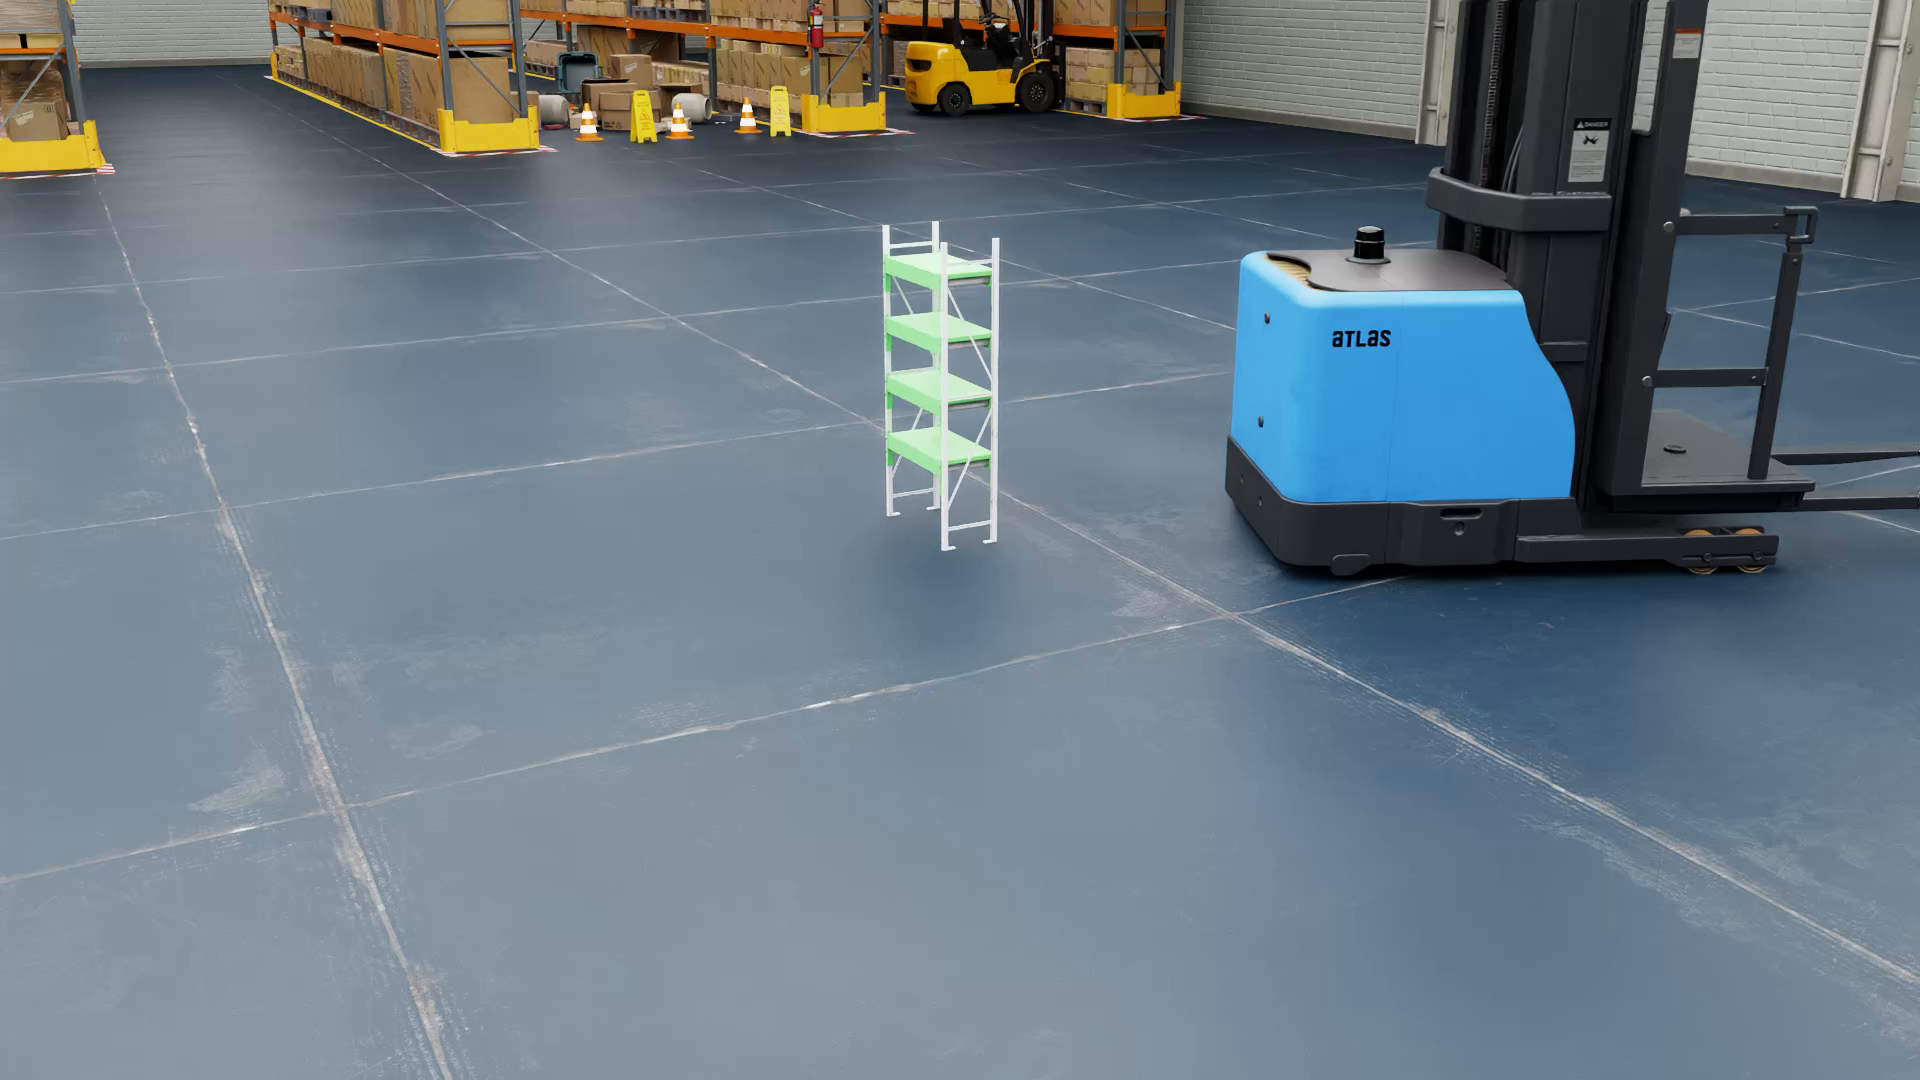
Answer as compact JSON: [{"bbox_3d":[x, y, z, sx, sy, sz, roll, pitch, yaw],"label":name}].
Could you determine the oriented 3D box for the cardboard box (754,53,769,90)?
[{"bbox_3d":[-2.672,-6.858,24.328,0.500,0.500,0.500,-11,22,-28],"label":"cardboard box"}]

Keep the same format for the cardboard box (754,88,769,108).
[{"bbox_3d":[-2.691,-6.508,24.464,0.500,0.250,0.500,-11,22,-29],"label":"cardboard box"}]

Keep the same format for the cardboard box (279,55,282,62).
[{"bbox_3d":[-13.381,-9.631,33.214,0.380,0.149,0.250,-10,21,-27],"label":"cardboard box"}]

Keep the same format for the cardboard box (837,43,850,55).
[{"bbox_3d":[-2.143,-9.732,33.425,0.500,0.500,0.500,-11,22,-29],"label":"cardboard box"}]

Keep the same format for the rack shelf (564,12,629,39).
[{"bbox_3d":[-6.327,-9.650,31.102,1.077,0.370,4.000,-10,21,-27],"label":"rack shelf"}]

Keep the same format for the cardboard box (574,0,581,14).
[{"bbox_3d":[-7.053,-10.178,31.759,0.500,0.250,0.500,-11,22,-28],"label":"cardboard box"}]

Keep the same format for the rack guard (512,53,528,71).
[{"bbox_3d":[-9.187,-10.538,36.404,1.175,0.500,0.348,-10,21,-27],"label":"rack guard"}]

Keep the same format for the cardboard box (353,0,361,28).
[{"bbox_3d":[-8.749,-7.918,24.826,0.500,0.500,0.500,-10,21,-26],"label":"cardboard box"}]

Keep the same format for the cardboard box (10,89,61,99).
[{"bbox_3d":[-11.402,-5.299,20.579,0.500,0.500,0.500,-12,22,-31],"label":"cardboard box"}]

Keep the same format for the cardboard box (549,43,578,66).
[{"bbox_3d":[-7.906,-10.005,34.313,0.875,0.438,0.875,-11,22,-28],"label":"cardboard box"}]

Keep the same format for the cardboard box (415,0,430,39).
[{"bbox_3d":[-6.383,-6.649,21.071,0.875,0.550,0.550,-10,21,-27],"label":"cardboard box"}]

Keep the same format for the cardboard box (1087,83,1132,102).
[{"bbox_3d":[2.287,-6.874,25.526,0.500,0.250,0.500,-10,21,-26],"label":"cardboard box"}]

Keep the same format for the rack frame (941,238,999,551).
[{"bbox_3d":[0.037,-0.545,6.370,0.240,1.200,0.015,-10,21,-27],"label":"rack frame"}]

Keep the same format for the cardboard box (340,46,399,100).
[{"bbox_3d":[-9.057,-7.316,26.040,1.050,0.750,0.750,-10,21,-26],"label":"cardboard box"}]

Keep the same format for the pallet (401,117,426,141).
[{"bbox_3d":[-6.910,-5.573,22.458,1.003,0.211,1.213,-10,21,-27],"label":"pallet"}]

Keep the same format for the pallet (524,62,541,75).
[{"bbox_3d":[-8.727,-10.177,35.801,1.003,0.211,1.213,-10,21,-27],"label":"pallet"}]

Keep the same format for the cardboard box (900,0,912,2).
[{"bbox_3d":[-0.778,-10.042,30.599,0.500,0.250,0.500,-9,21,-25],"label":"cardboard box"}]

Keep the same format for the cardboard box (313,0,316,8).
[{"bbox_3d":[-10.441,-8.842,27.399,0.380,0.149,0.250,-10,21,-27],"label":"cardboard box"}]

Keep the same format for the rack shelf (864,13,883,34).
[{"bbox_3d":[-1.960,-10.420,33.333,1.077,0.370,4.000,-10,21,-27],"label":"rack shelf"}]

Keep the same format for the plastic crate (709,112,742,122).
[{"bbox_3d":[-3.454,-6.310,24.795,0.583,0.080,0.402,16,25,39],"label":"plastic crate"}]

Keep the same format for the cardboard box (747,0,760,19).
[{"bbox_3d":[-2.771,-7.858,24.195,0.500,0.500,0.500,-10,21,-26],"label":"cardboard box"}]

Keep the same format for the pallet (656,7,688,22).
[{"bbox_3d":[-4.401,-8.763,27.724,1.003,0.211,1.213,-10,21,-27],"label":"pallet"}]

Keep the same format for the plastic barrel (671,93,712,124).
[{"bbox_3d":[-3.891,-6.260,24.124,0.512,0.421,0.421,4,19,11],"label":"plastic barrel"}]

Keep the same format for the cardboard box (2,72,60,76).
[{"bbox_3d":[-13.213,-6.399,23.736,0.700,0.500,0.500,-8,21,-22],"label":"cardboard box"}]

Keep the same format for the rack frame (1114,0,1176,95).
[{"bbox_3d":[2.788,-7.889,24.897,1.000,3.000,0.127,-10,21,-27],"label":"rack frame"}]

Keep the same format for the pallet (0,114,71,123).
[{"bbox_3d":[-12.570,-5.638,22.646,1.003,0.211,1.213,-10,21,-27],"label":"pallet"}]

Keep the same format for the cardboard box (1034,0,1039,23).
[{"bbox_3d":[1.373,-8.625,26.875,0.500,0.500,0.500,-10,22,-27],"label":"cardboard box"}]

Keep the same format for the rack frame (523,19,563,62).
[{"bbox_3d":[-9.176,-11.713,35.976,1.000,3.000,0.127,-10,21,-27],"label":"rack frame"}]

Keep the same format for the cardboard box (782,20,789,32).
[{"bbox_3d":[-2.265,-7.207,23.305,0.380,0.149,0.250,-10,22,-28],"label":"cardboard box"}]

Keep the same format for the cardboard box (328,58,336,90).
[{"bbox_3d":[-10.228,-7.786,27.784,0.500,0.500,0.500,-10,21,-27],"label":"cardboard box"}]

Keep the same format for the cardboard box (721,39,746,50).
[{"bbox_3d":[-3.429,-7.571,25.402,0.380,0.149,0.250,-10,21,-26],"label":"cardboard box"}]

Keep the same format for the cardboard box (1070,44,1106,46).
[{"bbox_3d":[2.021,-7.864,26.863,0.500,0.250,0.500,-10,22,-28],"label":"cardboard box"}]

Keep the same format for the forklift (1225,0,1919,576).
[{"bbox_3d":[2.661,-1.426,6.270,3.031,2.935,1.130,-1,19,-4],"label":"forklift"}]

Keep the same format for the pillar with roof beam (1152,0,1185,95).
[{"bbox_3d":[-0.538,-10.398,22.969,9.100,9.000,0.400,-10,21,-27],"label":"pillar with roof beam"}]

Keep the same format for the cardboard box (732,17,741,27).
[{"bbox_3d":[-3.205,-7.797,25.012,0.380,0.149,0.250,-9,21,-25],"label":"cardboard box"}]

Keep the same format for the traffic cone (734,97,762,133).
[{"bbox_3d":[-2.918,-5.844,22.858,0.336,0.463,0.334,-10,21,-27],"label":"traffic cone"}]

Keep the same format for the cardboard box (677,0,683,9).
[{"bbox_3d":[-4.353,-8.672,26.906,0.380,0.149,0.250,-10,21,-26],"label":"cardboard box"}]

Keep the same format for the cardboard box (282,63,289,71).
[{"bbox_3d":[-13.172,-9.345,32.841,0.380,0.149,0.250,-10,21,-26],"label":"cardboard box"}]

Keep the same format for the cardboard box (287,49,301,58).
[{"bbox_3d":[-12.667,-9.326,31.873,0.380,0.149,0.250,-11,22,-29],"label":"cardboard box"}]

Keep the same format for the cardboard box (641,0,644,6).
[{"bbox_3d":[-5.282,-9.287,28.689,0.380,0.149,0.250,-11,22,-30],"label":"cardboard box"}]

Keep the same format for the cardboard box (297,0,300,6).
[{"bbox_3d":[-11.311,-9.368,28.922,0.380,0.149,0.250,-11,22,-29],"label":"cardboard box"}]

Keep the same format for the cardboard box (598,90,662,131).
[{"bbox_3d":[-4.640,-6.052,23.397,0.637,0.503,0.797,7,20,20],"label":"cardboard box"}]

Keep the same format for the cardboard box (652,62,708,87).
[{"bbox_3d":[-4.760,-7.998,28.596,0.950,0.372,0.625,-10,22,-28],"label":"cardboard box"}]

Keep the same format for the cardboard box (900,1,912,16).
[{"bbox_3d":[-0.780,-9.805,30.677,0.500,0.250,0.500,-10,22,-28],"label":"cardboard box"}]

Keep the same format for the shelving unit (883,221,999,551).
[{"bbox_3d":[-0.079,-0.615,6.573,0.258,1.200,0.503,-10,21,-27],"label":"shelving unit"}]

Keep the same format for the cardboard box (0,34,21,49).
[{"bbox_3d":[-10.617,-5.516,18.402,0.380,0.149,0.250,-10,21,-27],"label":"cardboard box"}]

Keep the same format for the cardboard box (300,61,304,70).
[{"bbox_3d":[-12.014,-8.801,30.810,0.380,0.149,0.250,-10,21,-26],"label":"cardboard box"}]

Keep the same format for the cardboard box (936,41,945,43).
[{"bbox_3d":[-0.409,-8.894,30.806,0.875,0.625,0.625,-9,21,-25],"label":"cardboard box"}]

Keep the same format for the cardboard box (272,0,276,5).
[{"bbox_3d":[-13.238,-10.783,32.674,0.500,0.500,0.500,-10,21,-27],"label":"cardboard box"}]

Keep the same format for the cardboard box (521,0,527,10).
[{"bbox_3d":[-8.936,-11.437,35.023,0.500,0.500,0.500,-10,22,-27],"label":"cardboard box"}]

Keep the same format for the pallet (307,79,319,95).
[{"bbox_3d":[-11.214,-8.227,30.150,1.003,0.211,1.213,-10,21,-27],"label":"pallet"}]
